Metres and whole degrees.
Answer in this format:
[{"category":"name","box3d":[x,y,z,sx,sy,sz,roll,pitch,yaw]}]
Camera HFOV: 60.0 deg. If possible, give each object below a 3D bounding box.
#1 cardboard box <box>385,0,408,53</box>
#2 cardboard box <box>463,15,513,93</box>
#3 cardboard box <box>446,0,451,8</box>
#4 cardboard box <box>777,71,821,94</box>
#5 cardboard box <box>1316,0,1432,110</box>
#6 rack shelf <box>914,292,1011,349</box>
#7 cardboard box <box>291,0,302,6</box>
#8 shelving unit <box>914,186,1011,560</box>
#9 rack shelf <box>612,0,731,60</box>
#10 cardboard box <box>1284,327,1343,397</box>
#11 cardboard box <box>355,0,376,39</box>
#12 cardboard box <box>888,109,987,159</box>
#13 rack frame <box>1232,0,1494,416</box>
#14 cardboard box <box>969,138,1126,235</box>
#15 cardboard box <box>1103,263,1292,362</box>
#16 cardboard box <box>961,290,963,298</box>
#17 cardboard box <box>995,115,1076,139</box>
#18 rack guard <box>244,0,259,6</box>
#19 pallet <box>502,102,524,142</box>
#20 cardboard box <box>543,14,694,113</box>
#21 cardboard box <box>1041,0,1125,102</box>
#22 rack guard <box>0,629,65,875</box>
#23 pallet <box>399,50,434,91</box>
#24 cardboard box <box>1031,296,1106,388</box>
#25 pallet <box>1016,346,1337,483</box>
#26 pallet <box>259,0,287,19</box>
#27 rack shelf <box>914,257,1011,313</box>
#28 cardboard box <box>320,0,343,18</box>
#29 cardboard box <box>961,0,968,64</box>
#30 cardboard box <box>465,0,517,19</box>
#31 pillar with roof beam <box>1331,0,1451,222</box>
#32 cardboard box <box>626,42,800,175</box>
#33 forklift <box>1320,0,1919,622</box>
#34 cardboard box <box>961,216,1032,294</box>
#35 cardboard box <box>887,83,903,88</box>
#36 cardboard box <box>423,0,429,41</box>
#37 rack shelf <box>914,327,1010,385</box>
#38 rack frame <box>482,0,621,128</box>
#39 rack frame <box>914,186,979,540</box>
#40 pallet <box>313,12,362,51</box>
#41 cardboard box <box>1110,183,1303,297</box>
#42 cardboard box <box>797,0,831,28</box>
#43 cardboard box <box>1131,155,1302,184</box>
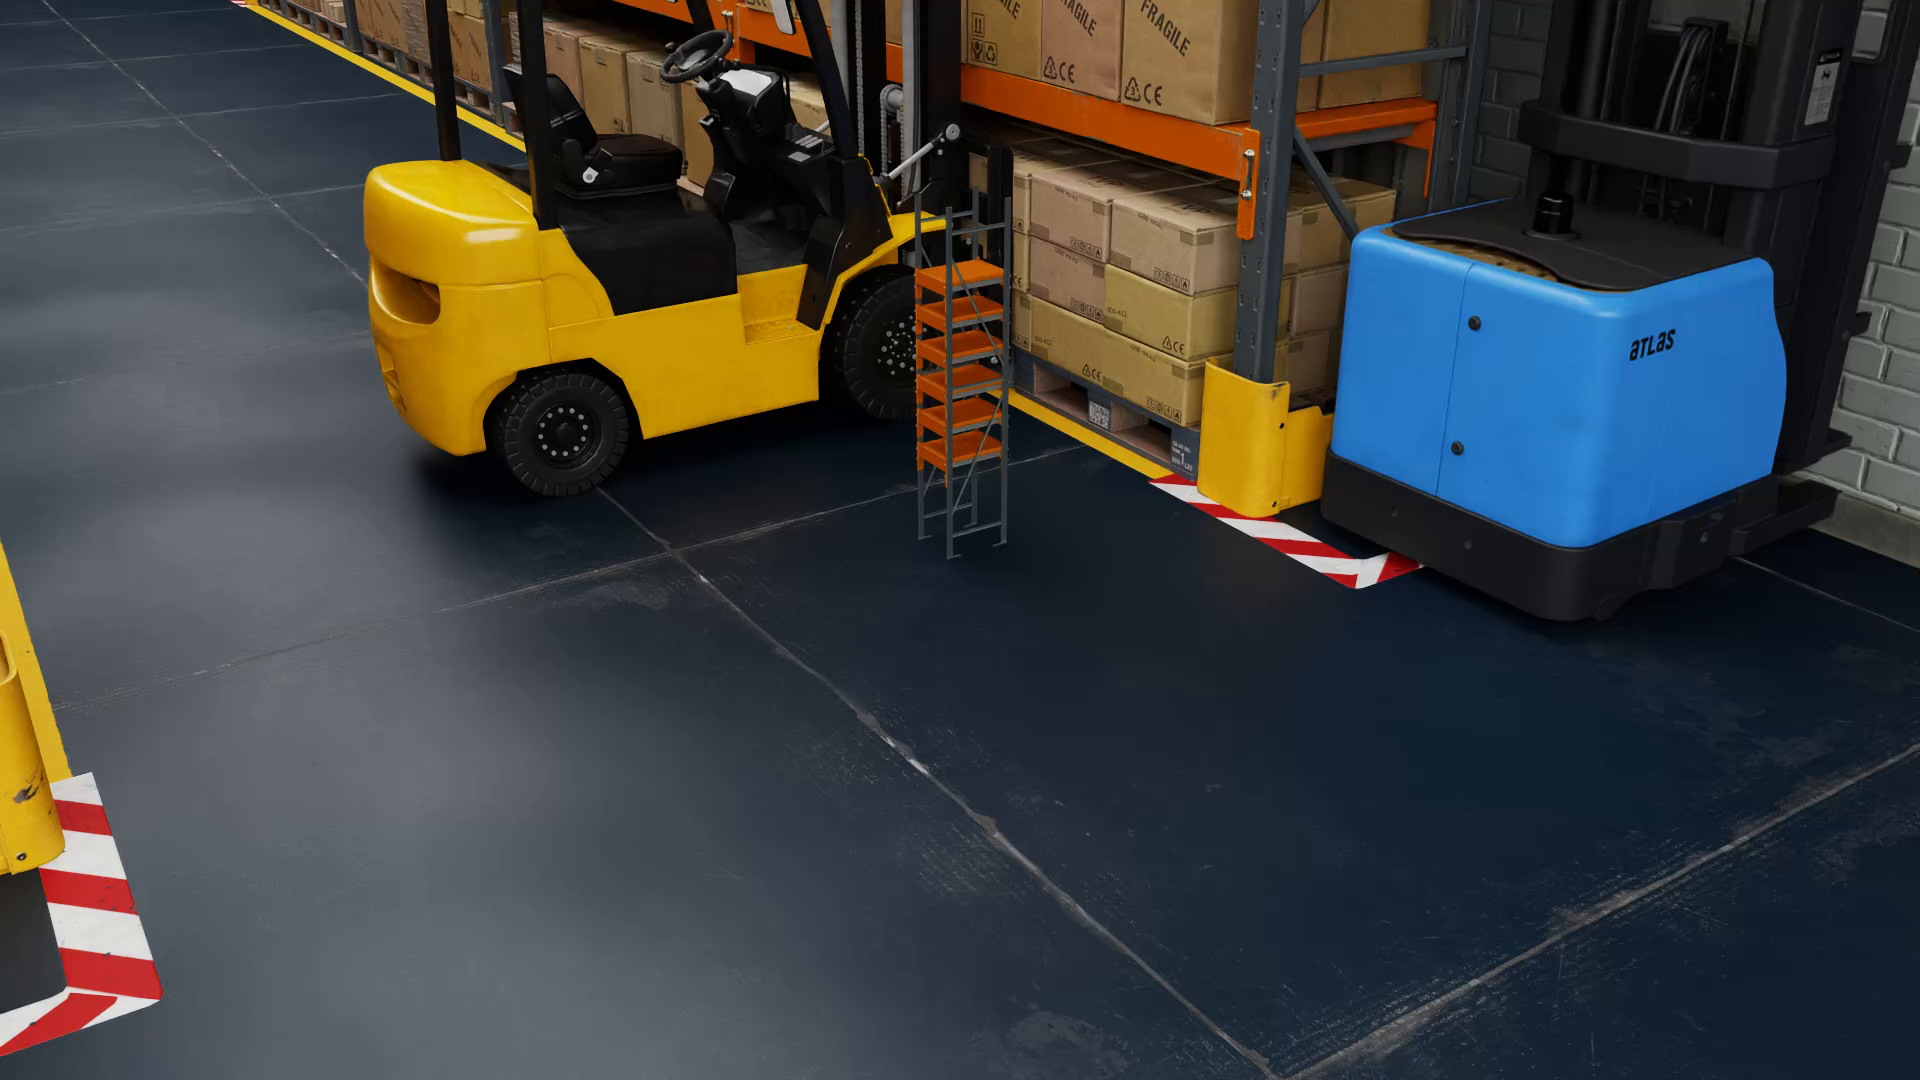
[{"category":"cardboard box","box3d":[-4.487,-4.389,13.970,0.500,0.500,0.500,-17,30,-31]},{"category":"cardboard box","box3d":[-3.358,-3.653,12.410,0.500,0.500,0.500,-15,29,-28]},{"category":"cardboard box","box3d":[-3.711,-4.157,12.719,0.380,0.149,0.250,-17,30,-31]},{"category":"cardboard box","box3d":[-0.762,-2.214,8.484,0.500,0.250,0.500,-16,30,-30]},{"category":"cardboard box","box3d":[1.382,-1.918,6.182,0.500,0.500,0.500,-14,29,-28]},{"category":"rack shelf","box3d":[0.008,-0.714,5.399,0.258,0.103,0.180,-16,29,-30]},{"category":"cardboard box","box3d":[-6.421,-5.645,16.630,0.500,0.500,0.500,-15,29,-29]},{"category":"shelving unit","box3d":[0.008,-0.537,5.483,0.258,1.200,0.189,-16,29,-30]},{"category":"rack shelf","box3d":[-1.855,-3.451,10.390,1.077,0.370,4.000,-16,29,-30]},{"category":"cardboard box","box3d":[1.316,-0.798,6.656,0.500,0.250,0.500,-15,29,-29]},{"category":"cardboard box","box3d":[-5.055,-4.757,14.749,0.500,0.500,0.500,-14,29,-27]},{"category":"cardboard box","box3d":[-0.210,-1.853,7.720,0.500,0.250,0.500,-14,29,-28]},{"category":"rack frame","box3d":[1.420,-1.631,5.690,1.000,3.000,0.127,-16,29,-30]},{"category":"cardboard box","box3d":[0.340,-1.481,6.931,0.500,0.250,0.500,-15,29,-29]},{"category":"cardboard box","box3d":[0.892,-0.904,6.296,0.500,0.250,0.500,-16,30,-30]},{"category":"cardboard box","box3d":[0.067,-1.213,7.535,0.500,0.250,0.500,-15,29,-28]},{"category":"cardboard box","box3d":[0.503,-1.789,7.585,0.500,0.250,0.500,-16,30,-31]},{"category":"rack guard","box3d":[-7.273,-6.196,18.289,1.175,0.500,0.348,-16,29,-30]},{"category":"pallet","box3d":[-2.530,-2.928,11.704,1.003,0.211,1.213,-16,29,-30]},{"category":"cardboard box","box3d":[-2.255,-3.150,11.199,0.875,0.625,0.625,-14,29,-28]},{"category":"cardboard box","box3d":[0.656,-1.978,6.310,0.500,0.500,0.500,-15,29,-28]},{"category":"rack guard","box3d":[-2.778,0.631,3.828,1.175,0.500,0.348,-16,29,-30]},{"category":"pallet","box3d":[-3.985,-3.943,13.855,1.003,0.211,1.213,-16,29,-30]},{"category":"cardboard box","box3d":[0.635,-0.852,6.769,0.500,0.250,0.500,-16,29,-30]},{"category":"pallet","box3d":[0.968,-0.633,6.844,1.003,0.211,1.213,-16,29,-30]},{"category":"pallet","box3d":[-6.837,-5.780,17.747,1.003,0.211,1.213,-16,29,-30]},{"category":"rack shelf","box3d":[0.008,-0.823,5.348,0.258,0.103,0.180,-16,29,-30]},{"category":"cardboard box","box3d":[-5.876,-5.135,15.824,0.396,0.266,0.258,-14,29,-28]},{"category":"cardboard box","box3d":[0.092,-2.339,7.074,0.500,0.500,0.500,-15,29,-29]},{"category":"cardboard box","box3d":[-3.429,-3.963,12.306,0.380,0.149,0.250,-17,30,-32]},{"category":"pillar with roof beam","box3d":[-1.812,-3.799,3.257,9.100,9.000,0.400,-16,29,-30]},{"category":"cardboard box","box3d":[-1.475,-2.641,10.120,0.875,0.625,0.625,-16,30,-30]},{"category":"forklift","box3d":[2.748,-1.551,5.602,3.031,2.935,1.130,-17,30,-31]},{"category":"cardboard box","box3d":[0.328,-1.266,7.062,0.500,0.250,0.500,-16,30,-31]},{"category":"cardboard box","box3d":[-0.044,-2.151,8.351,0.500,0.250,0.500,-16,30,-30]},{"category":"cardboard box","box3d":[-3.910,-4.021,13.190,0.500,0.500,0.500,-14,29,-27]},{"category":"rack shelf","box3d":[0.008,-0.606,5.451,0.258,0.103,0.180,-16,29,-30]},{"category":"rack frame","box3d":[-2.947,-4.492,11.752,1.000,3.000,0.127,-16,29,-30]},{"category":"rack frame","box3d":[-0.042,-0.570,5.552,0.240,1.200,0.006,-16,29,-30]},{"category":"pallet","box3d":[-5.505,-4.908,15.899,1.003,0.211,1.213,-16,29,-30]},{"category":"cardboard box","box3d":[0.907,-1.121,6.169,0.500,0.250,0.500,-14,29,-28]},{"category":"cardboard box","box3d":[-0.442,-2.705,7.848,0.500,0.500,0.500,-15,29,-29]},{"category":"cardboard box","box3d":[1.040,-1.423,6.809,0.500,0.250,0.500,-15,29,-29]}]
